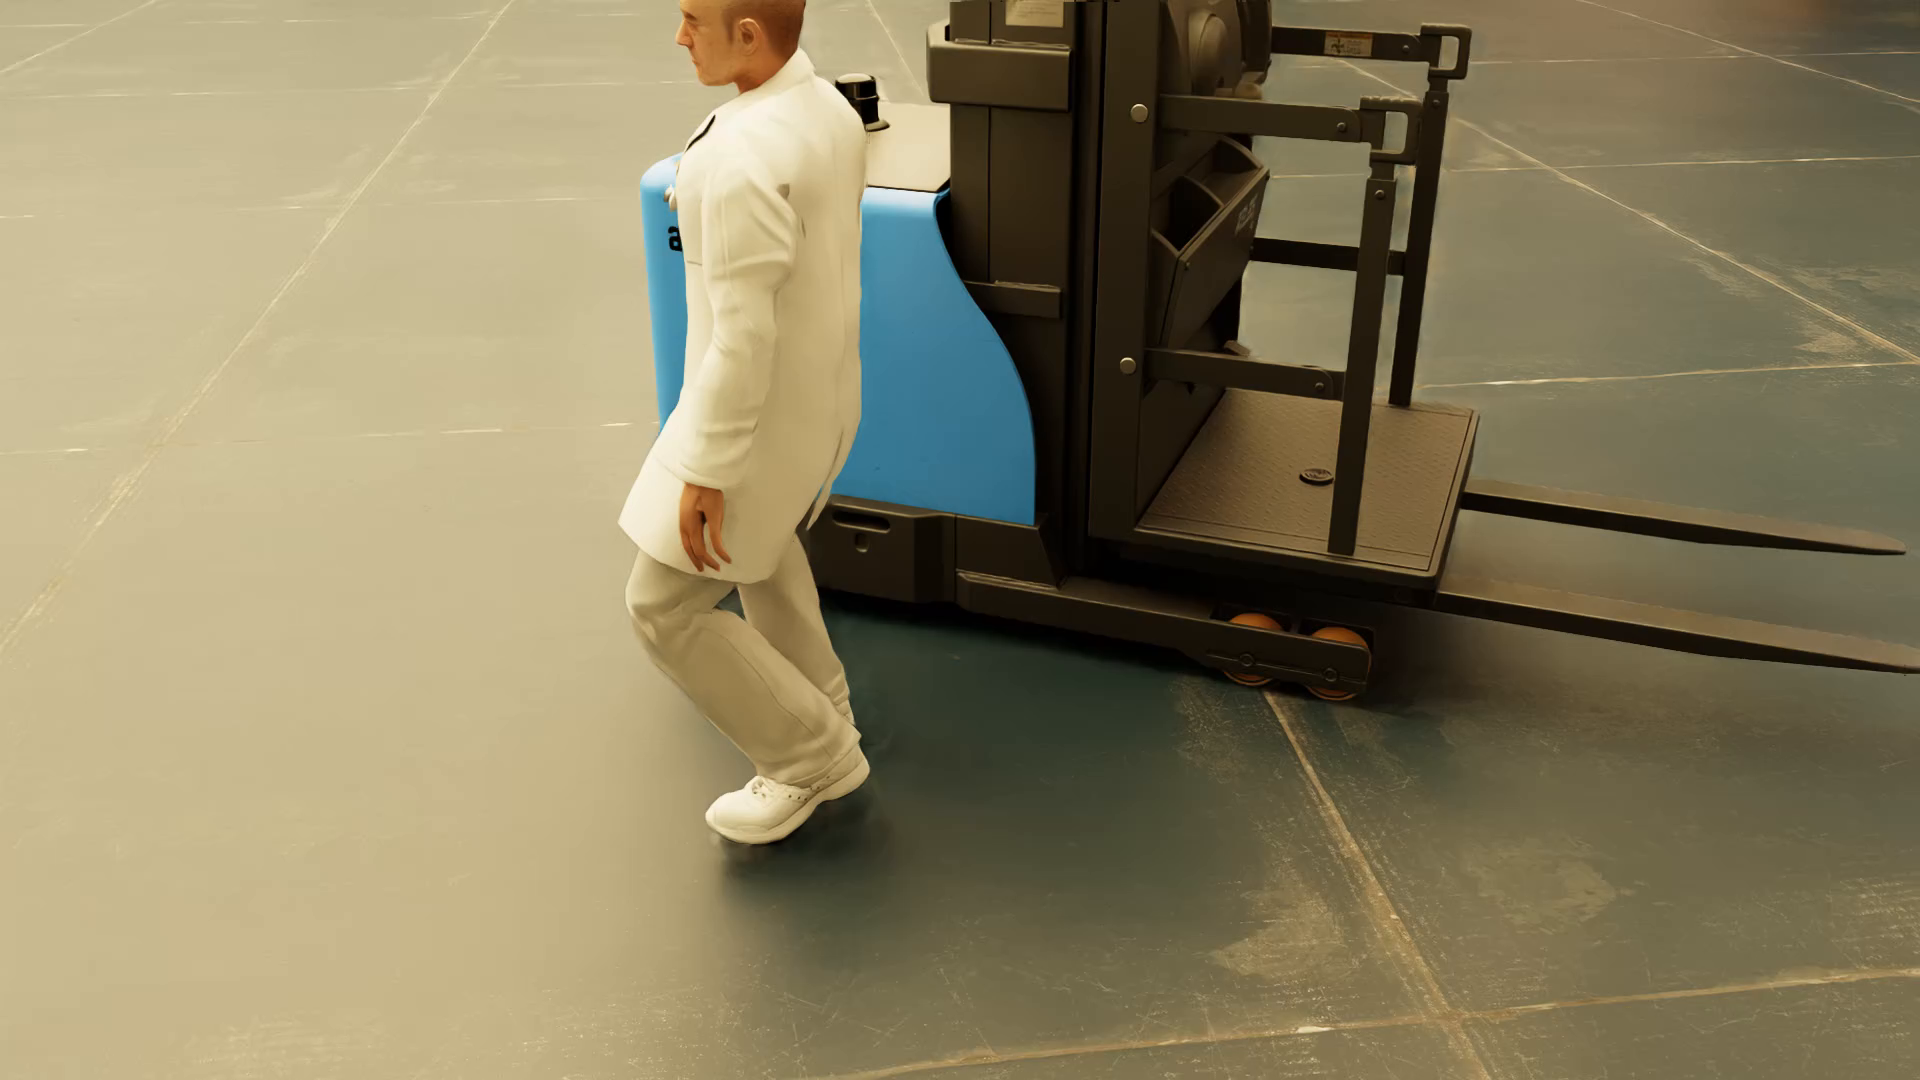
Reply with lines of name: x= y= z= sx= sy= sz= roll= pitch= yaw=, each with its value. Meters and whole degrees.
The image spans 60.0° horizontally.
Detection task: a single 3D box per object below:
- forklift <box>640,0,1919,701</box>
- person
forklift: x=0.780 y=-1.211 z=3.742 sx=3.031 sy=2.935 sz=1.130 roll=9 pitch=27 yaw=19
person: x=-0.413 y=-0.270 z=3.206 sx=0.504 sy=1.719 sz=0.841 roll=8 pitch=27 yaw=16
